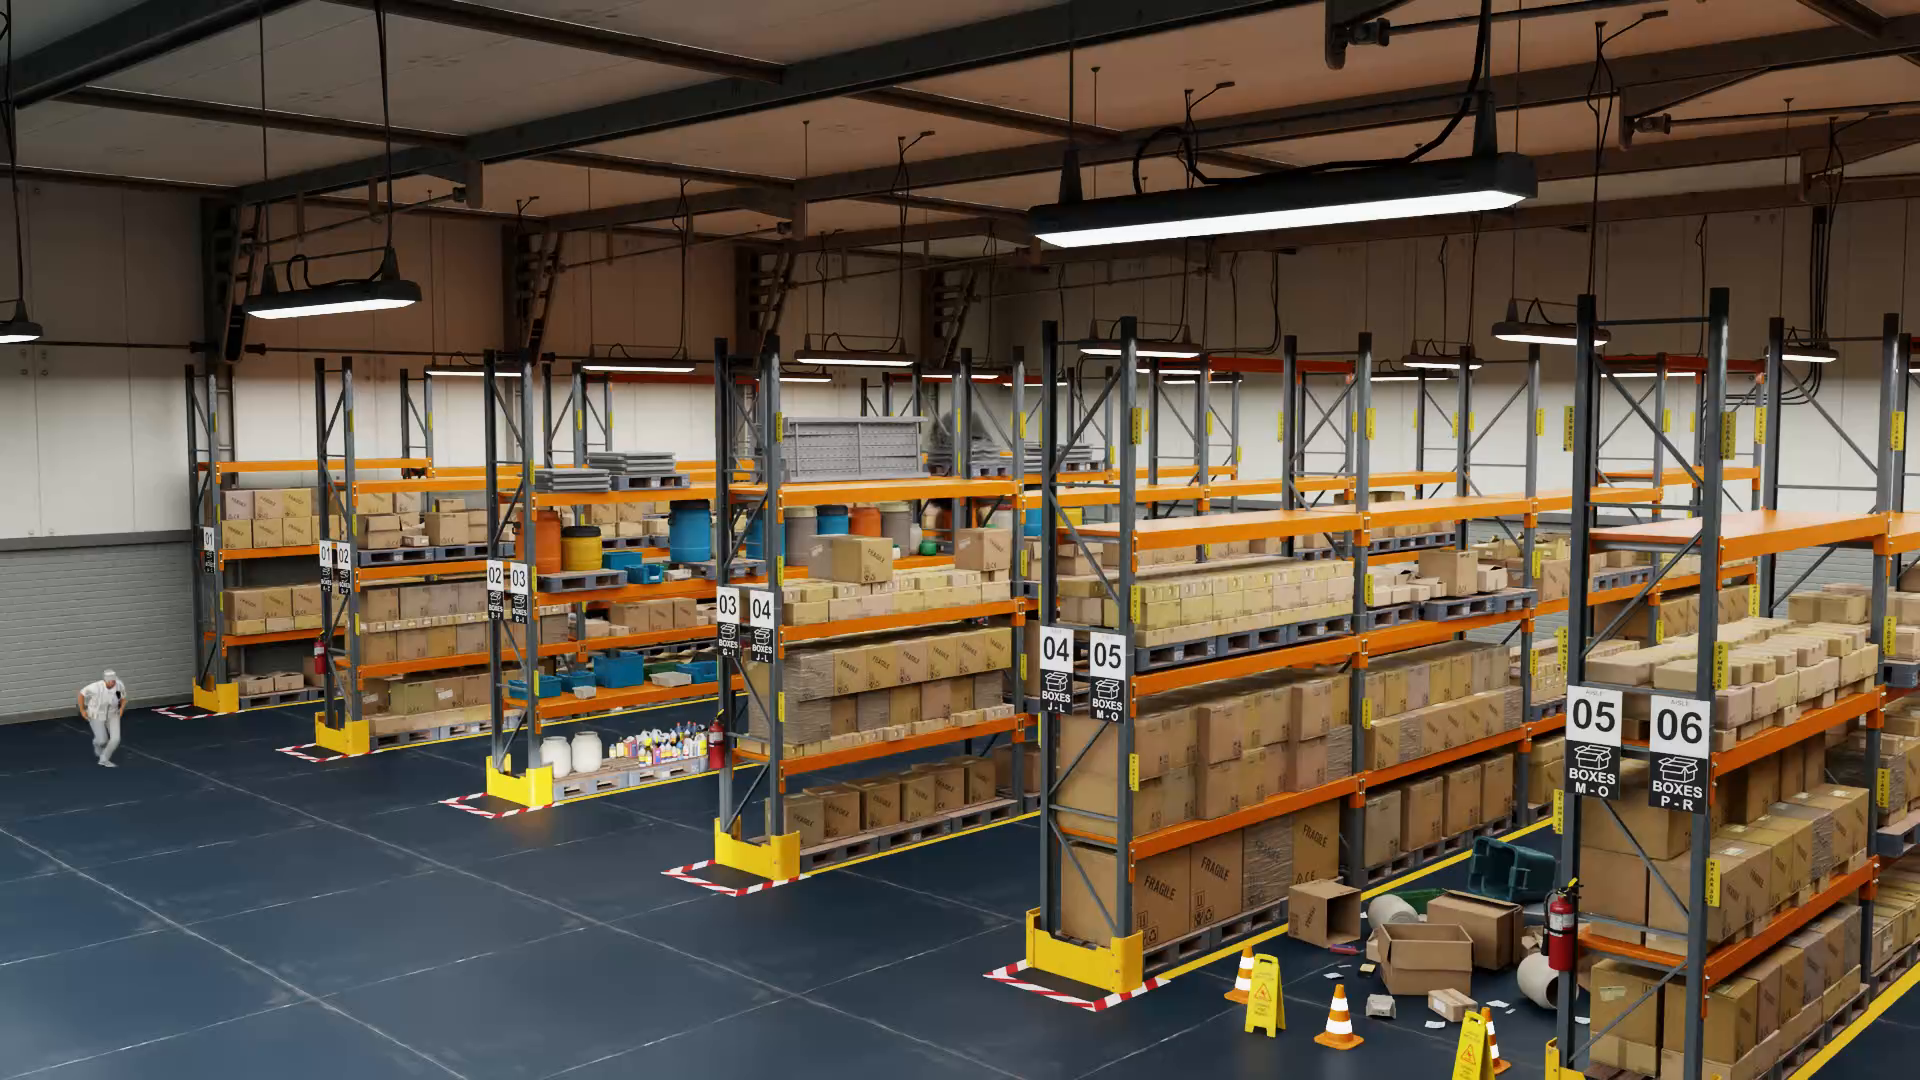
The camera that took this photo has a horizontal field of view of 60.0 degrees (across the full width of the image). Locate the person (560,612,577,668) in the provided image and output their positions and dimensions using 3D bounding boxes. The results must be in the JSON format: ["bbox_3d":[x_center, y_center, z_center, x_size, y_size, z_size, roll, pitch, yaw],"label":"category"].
[{"bbox_3d":[-7.203,1.948,30.647,0.686,1.752,0.994,3,5,37],"label":"person"}]

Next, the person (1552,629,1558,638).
[{"bbox_3d":[9.449,2.264,26.343,0.677,1.721,0.655,4,6,39],"label":"person"}]

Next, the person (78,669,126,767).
[{"bbox_3d":[-12.443,2.590,24.137,0.630,1.483,0.871,-4,6,-43],"label":"person"}]

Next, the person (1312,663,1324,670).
[{"bbox_3d":[5.159,2.536,23.748,0.543,1.614,0.598,-3,5,-34],"label":"person"}]
